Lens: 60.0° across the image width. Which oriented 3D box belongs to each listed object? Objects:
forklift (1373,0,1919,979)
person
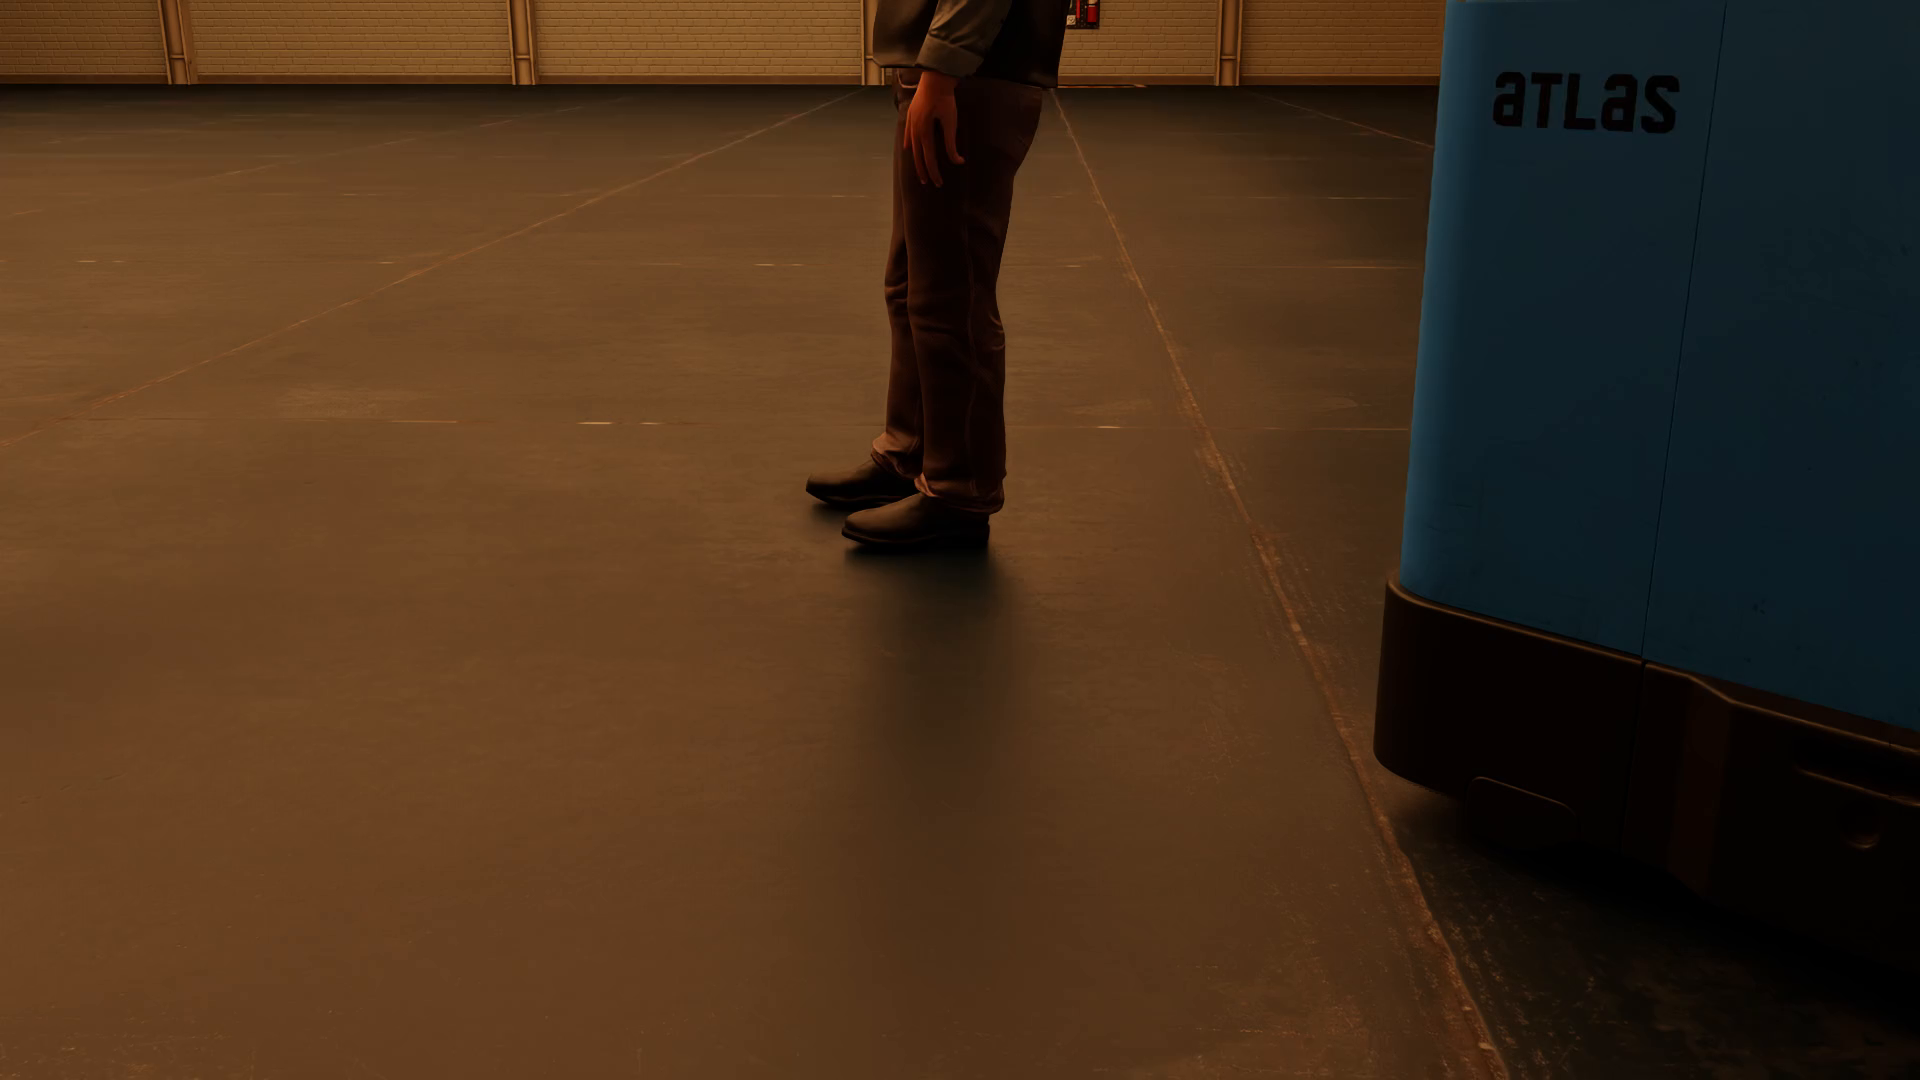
[{"bbox_3d":[1.937,-0.830,1.102,1.130,2.935,3.031,-16,23,-42],"label":"forklift"},{"bbox_3d":[-0.070,-0.795,3.135,0.551,1.644,0.633,1,17,2],"label":"person"}]
